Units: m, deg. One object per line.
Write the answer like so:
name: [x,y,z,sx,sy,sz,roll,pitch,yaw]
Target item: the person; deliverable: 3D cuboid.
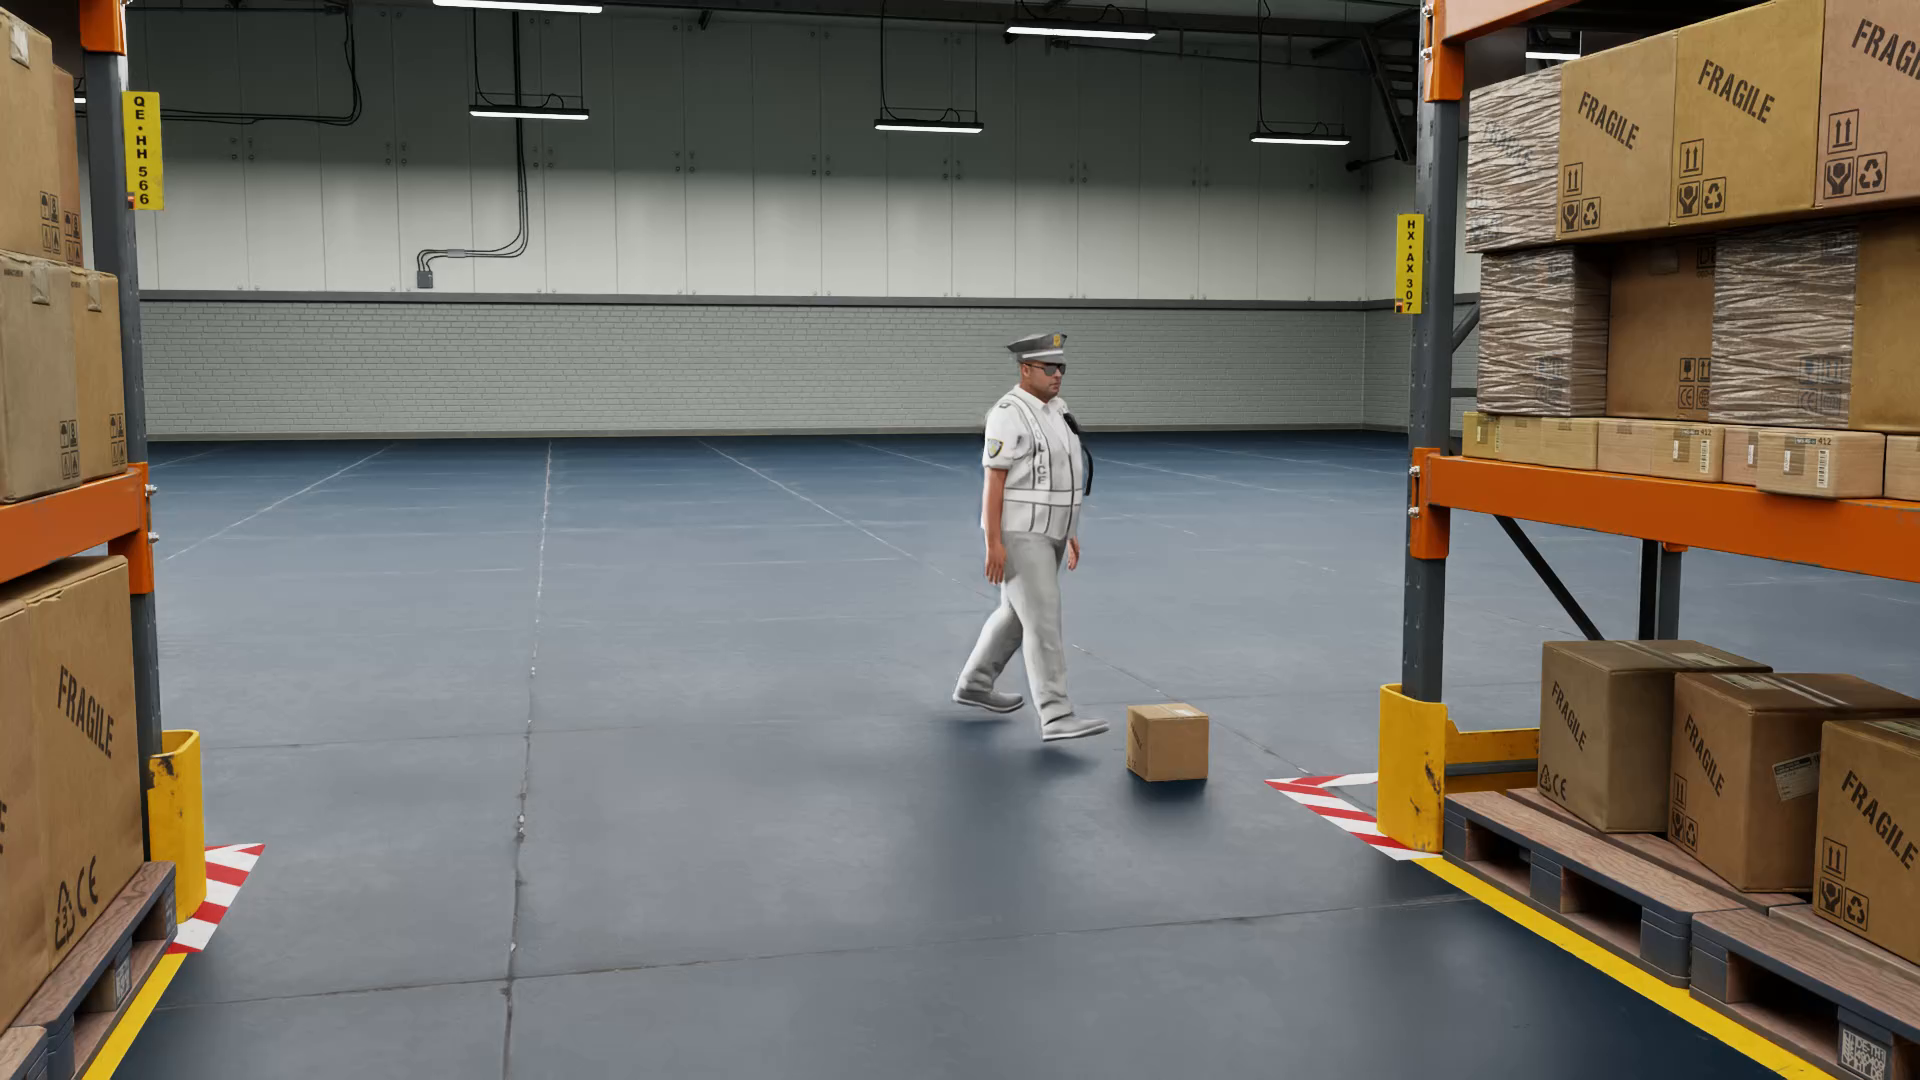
person: [0.326,-0.030,7.189,0.926,1.723,0.560,4,7,31]
